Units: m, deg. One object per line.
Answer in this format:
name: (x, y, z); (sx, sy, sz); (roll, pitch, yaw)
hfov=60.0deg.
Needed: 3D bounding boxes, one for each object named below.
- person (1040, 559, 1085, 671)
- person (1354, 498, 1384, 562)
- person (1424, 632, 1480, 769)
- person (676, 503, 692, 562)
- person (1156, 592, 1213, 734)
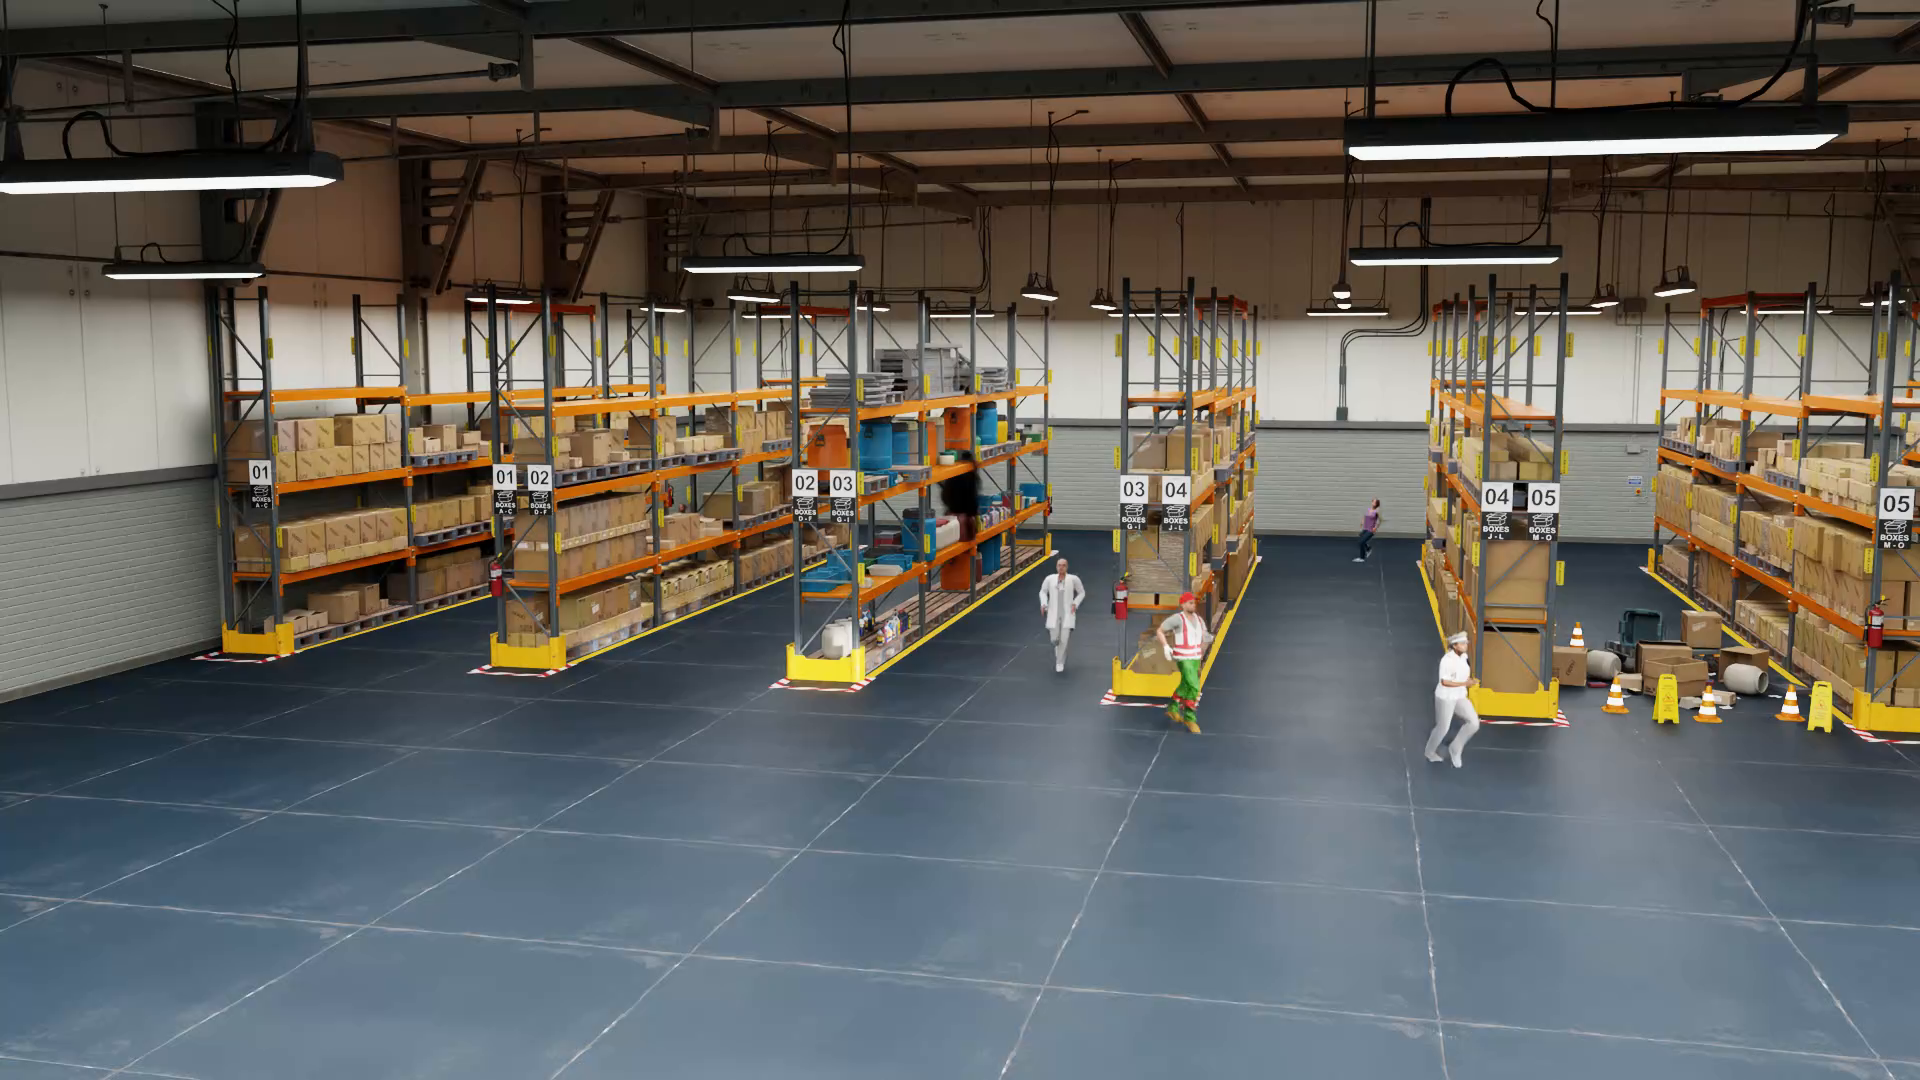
person: (1.606, 1.162, 26.146); (0.724, 1.752, 0.653); (1, 7, 9)
person: (9.586, -0.225, 38.945); (0.529, 1.508, 0.602); (-3, 7, -24)
person: (5.885, 1.891, 19.837); (0.604, 1.667, 0.791); (-5, 8, -35)
person: (-5.988, 0.031, 36.246); (0.562, 1.671, 0.867); (1, 7, 11)
person: (2.985, 1.603, 21.893); (0.645, 1.848, 0.790); (-6, 9, -42)
